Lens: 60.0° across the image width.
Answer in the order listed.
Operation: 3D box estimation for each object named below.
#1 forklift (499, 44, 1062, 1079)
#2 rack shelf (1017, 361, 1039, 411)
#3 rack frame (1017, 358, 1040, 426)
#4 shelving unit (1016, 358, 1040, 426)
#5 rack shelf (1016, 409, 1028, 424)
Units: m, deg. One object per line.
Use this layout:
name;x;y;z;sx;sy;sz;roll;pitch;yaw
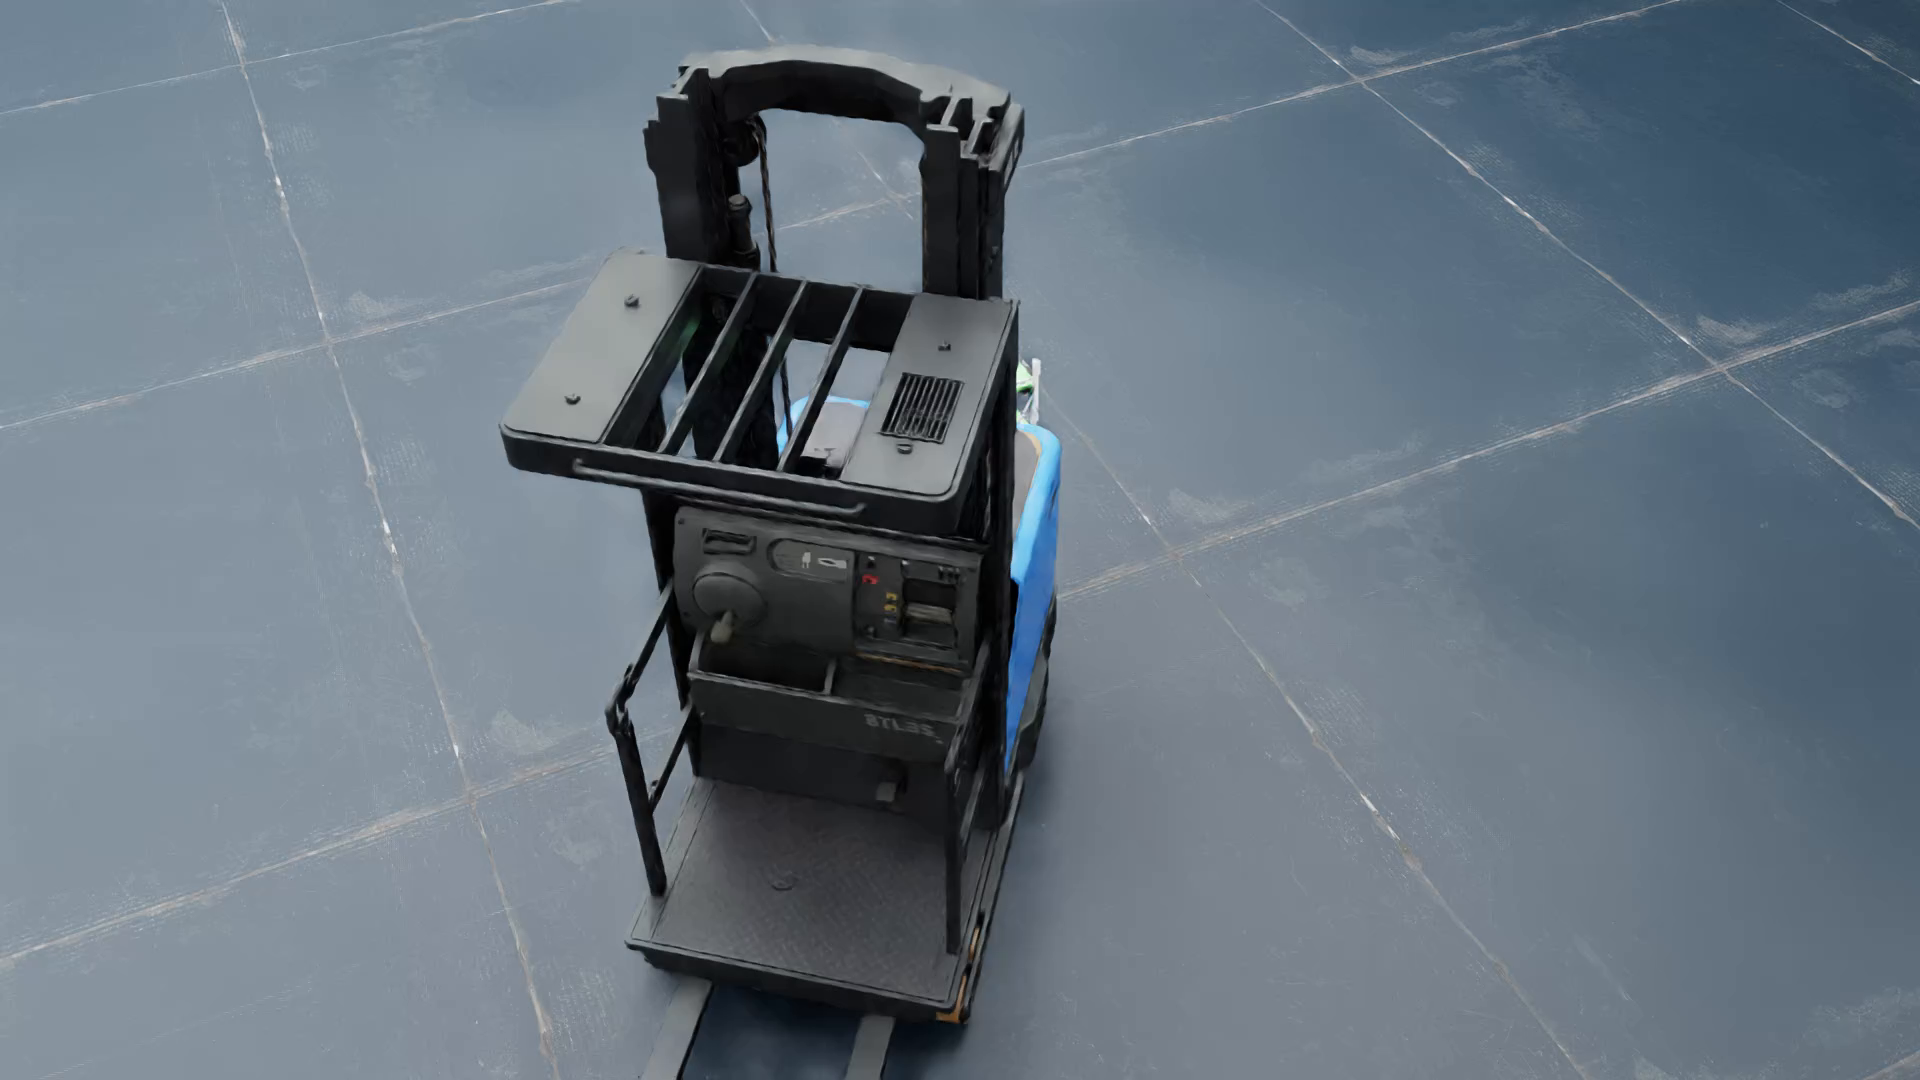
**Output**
forklift;-0.445;0.252;4.777;1.130;2.935;3.031;9;45;9
rack shelf;0.075;-0.648;6.329;0.258;0.148;0.480;-19;48;-18
rack frame;0.181;-0.198;6.465;0.240;1.200;0.015;-19;48;-18
shelving unit;0.075;-0.352;6.621;0.258;1.200;0.503;-19;48;-18
rack shelf;0.075;-0.477;6.498;0.258;0.148;0.480;-19;48;-18
